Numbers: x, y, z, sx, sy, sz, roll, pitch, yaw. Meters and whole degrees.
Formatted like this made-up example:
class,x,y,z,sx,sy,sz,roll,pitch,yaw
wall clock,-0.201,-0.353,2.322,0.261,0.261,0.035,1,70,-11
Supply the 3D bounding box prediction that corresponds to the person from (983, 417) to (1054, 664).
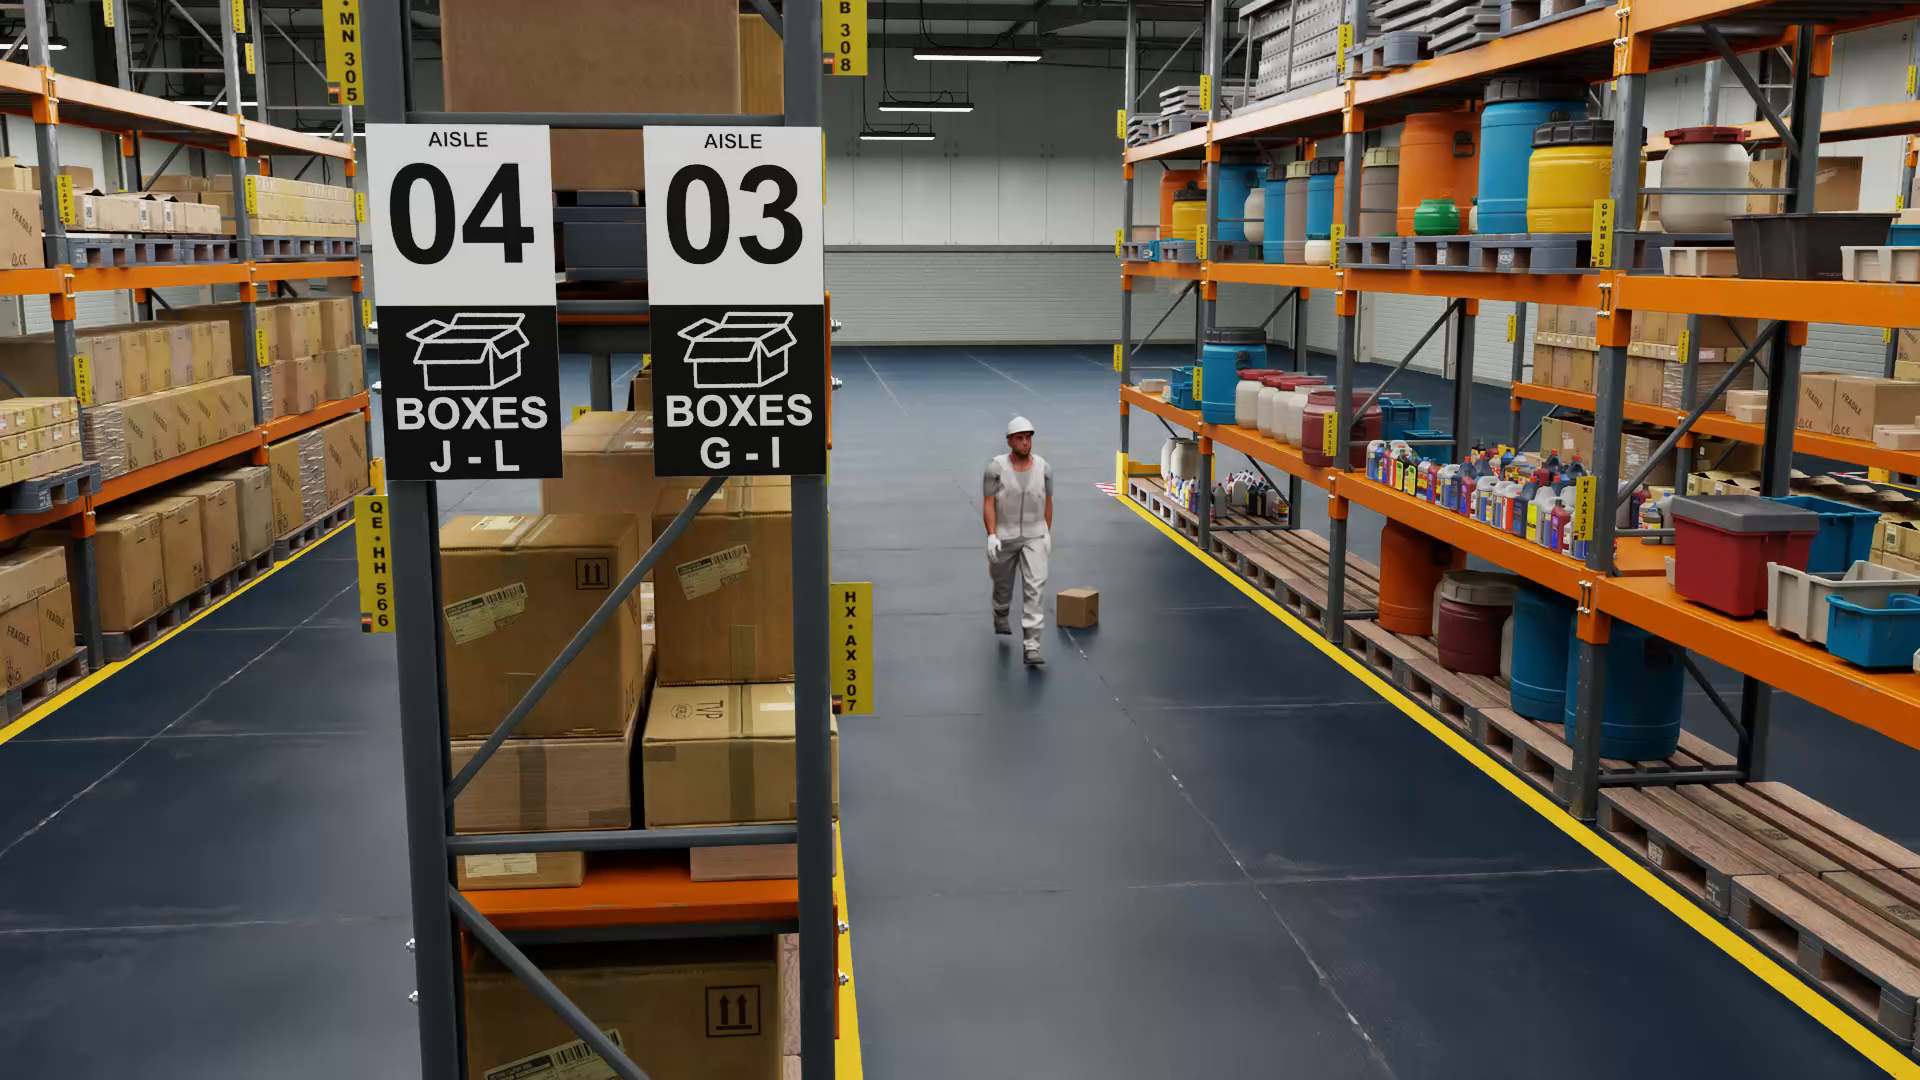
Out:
class,x,y,z,sx,sy,sz,roll,pitch,yaw
person,0.422,-0.020,11.993,0.519,1.748,1.071,-1,10,-4
